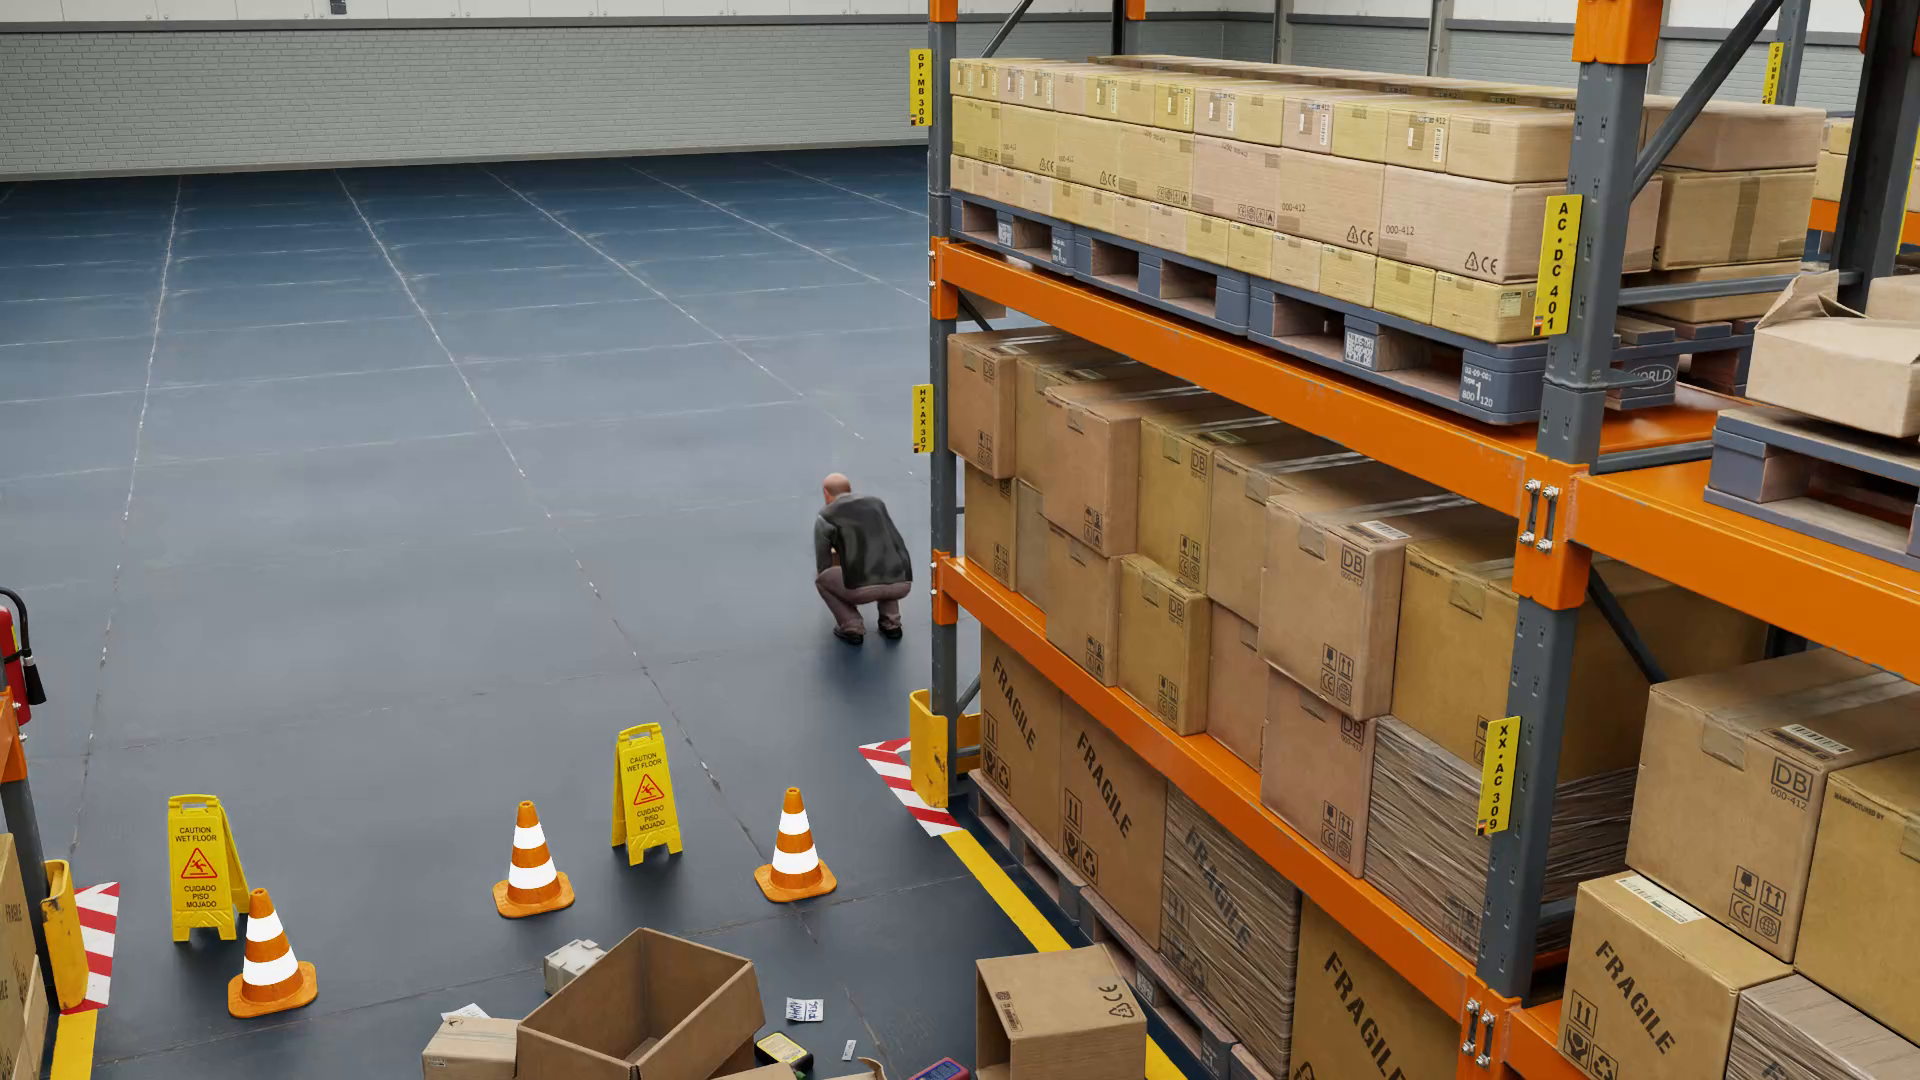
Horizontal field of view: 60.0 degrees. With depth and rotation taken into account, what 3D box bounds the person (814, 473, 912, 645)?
[{"bbox_3d":[-0.637,0.109,10.483,0.525,0.964,0.869,-8,20,-23],"label":"person"}]
